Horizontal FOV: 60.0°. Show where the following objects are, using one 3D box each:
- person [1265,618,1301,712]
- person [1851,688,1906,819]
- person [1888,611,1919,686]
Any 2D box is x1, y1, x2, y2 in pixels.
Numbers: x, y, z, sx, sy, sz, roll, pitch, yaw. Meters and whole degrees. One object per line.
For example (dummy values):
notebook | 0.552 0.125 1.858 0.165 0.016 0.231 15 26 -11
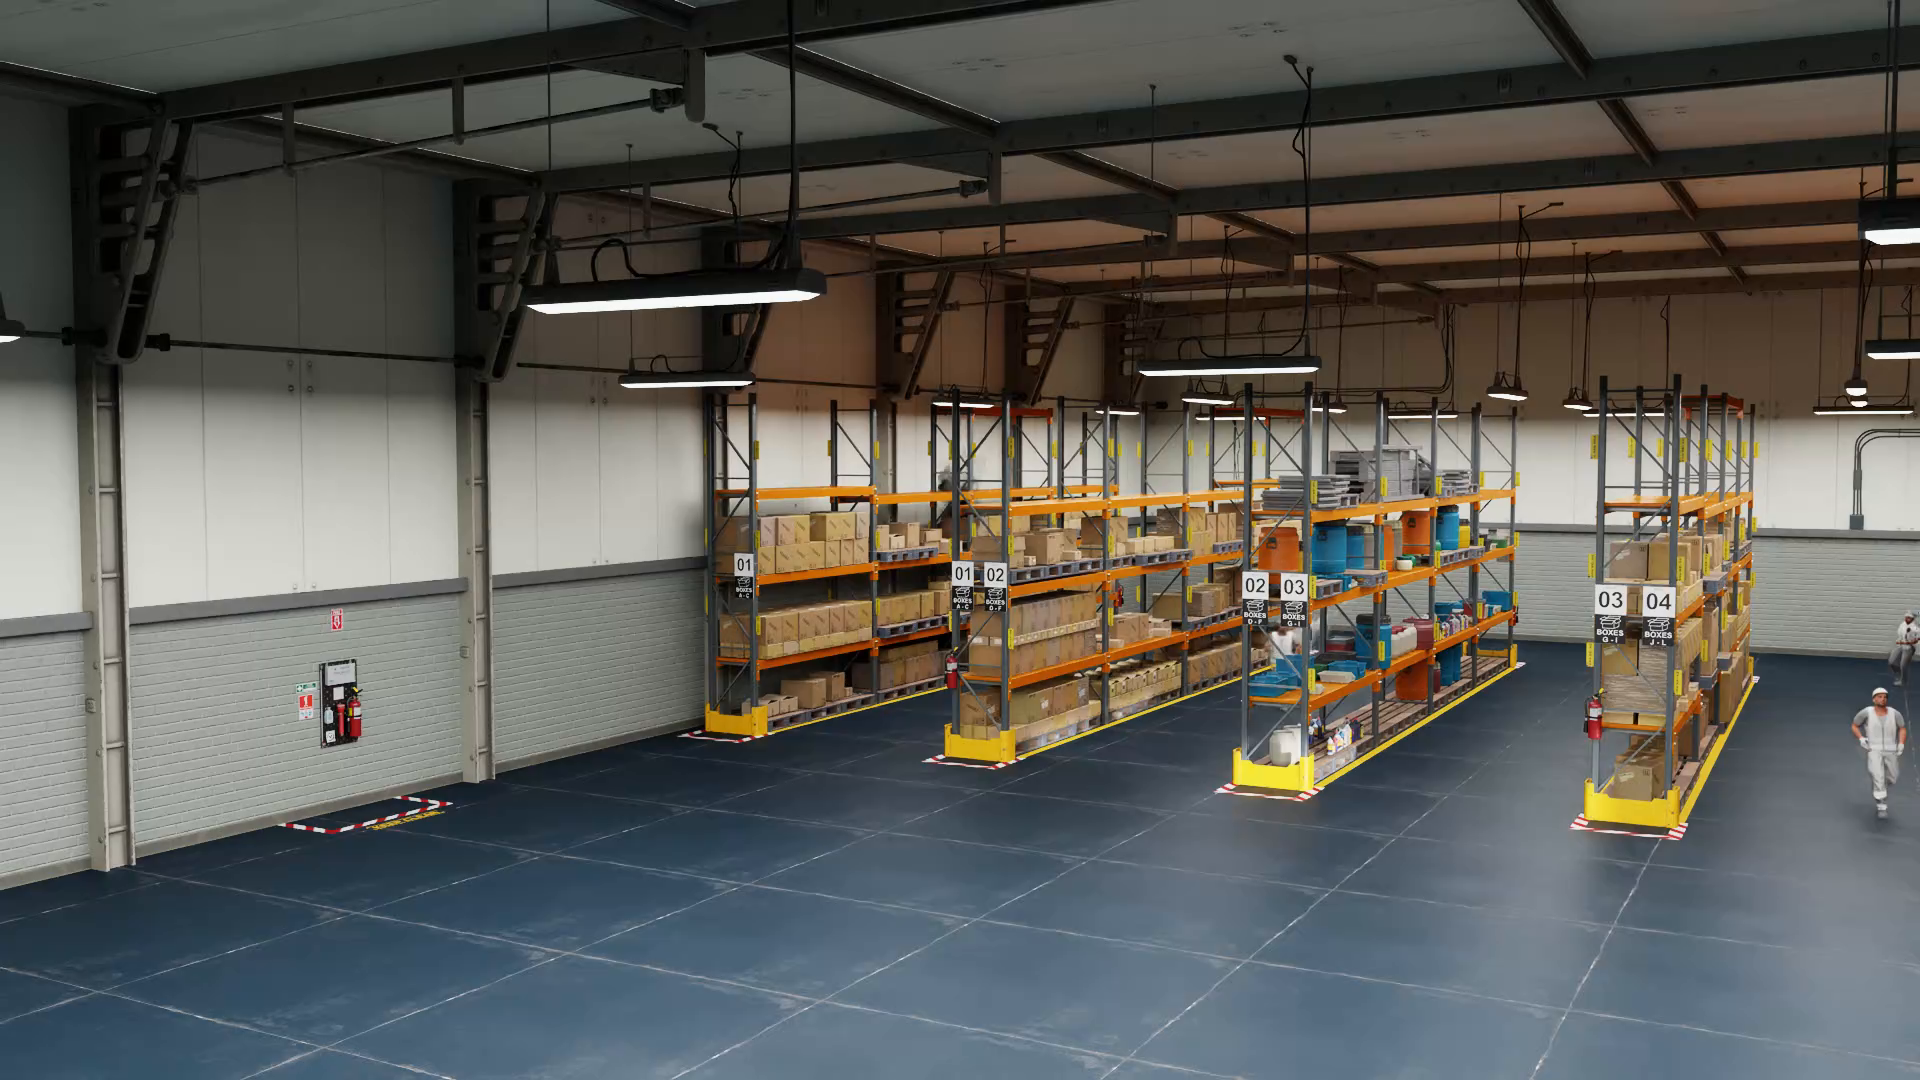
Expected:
person | 6.167 2.394 31.894 0.659 1.807 0.685 1 3 18
person | 12.706 2.909 22.980 0.661 1.746 0.871 1 3 12
person | 19.956 2.288 35.116 0.573 1.628 0.655 -1 3 -21
